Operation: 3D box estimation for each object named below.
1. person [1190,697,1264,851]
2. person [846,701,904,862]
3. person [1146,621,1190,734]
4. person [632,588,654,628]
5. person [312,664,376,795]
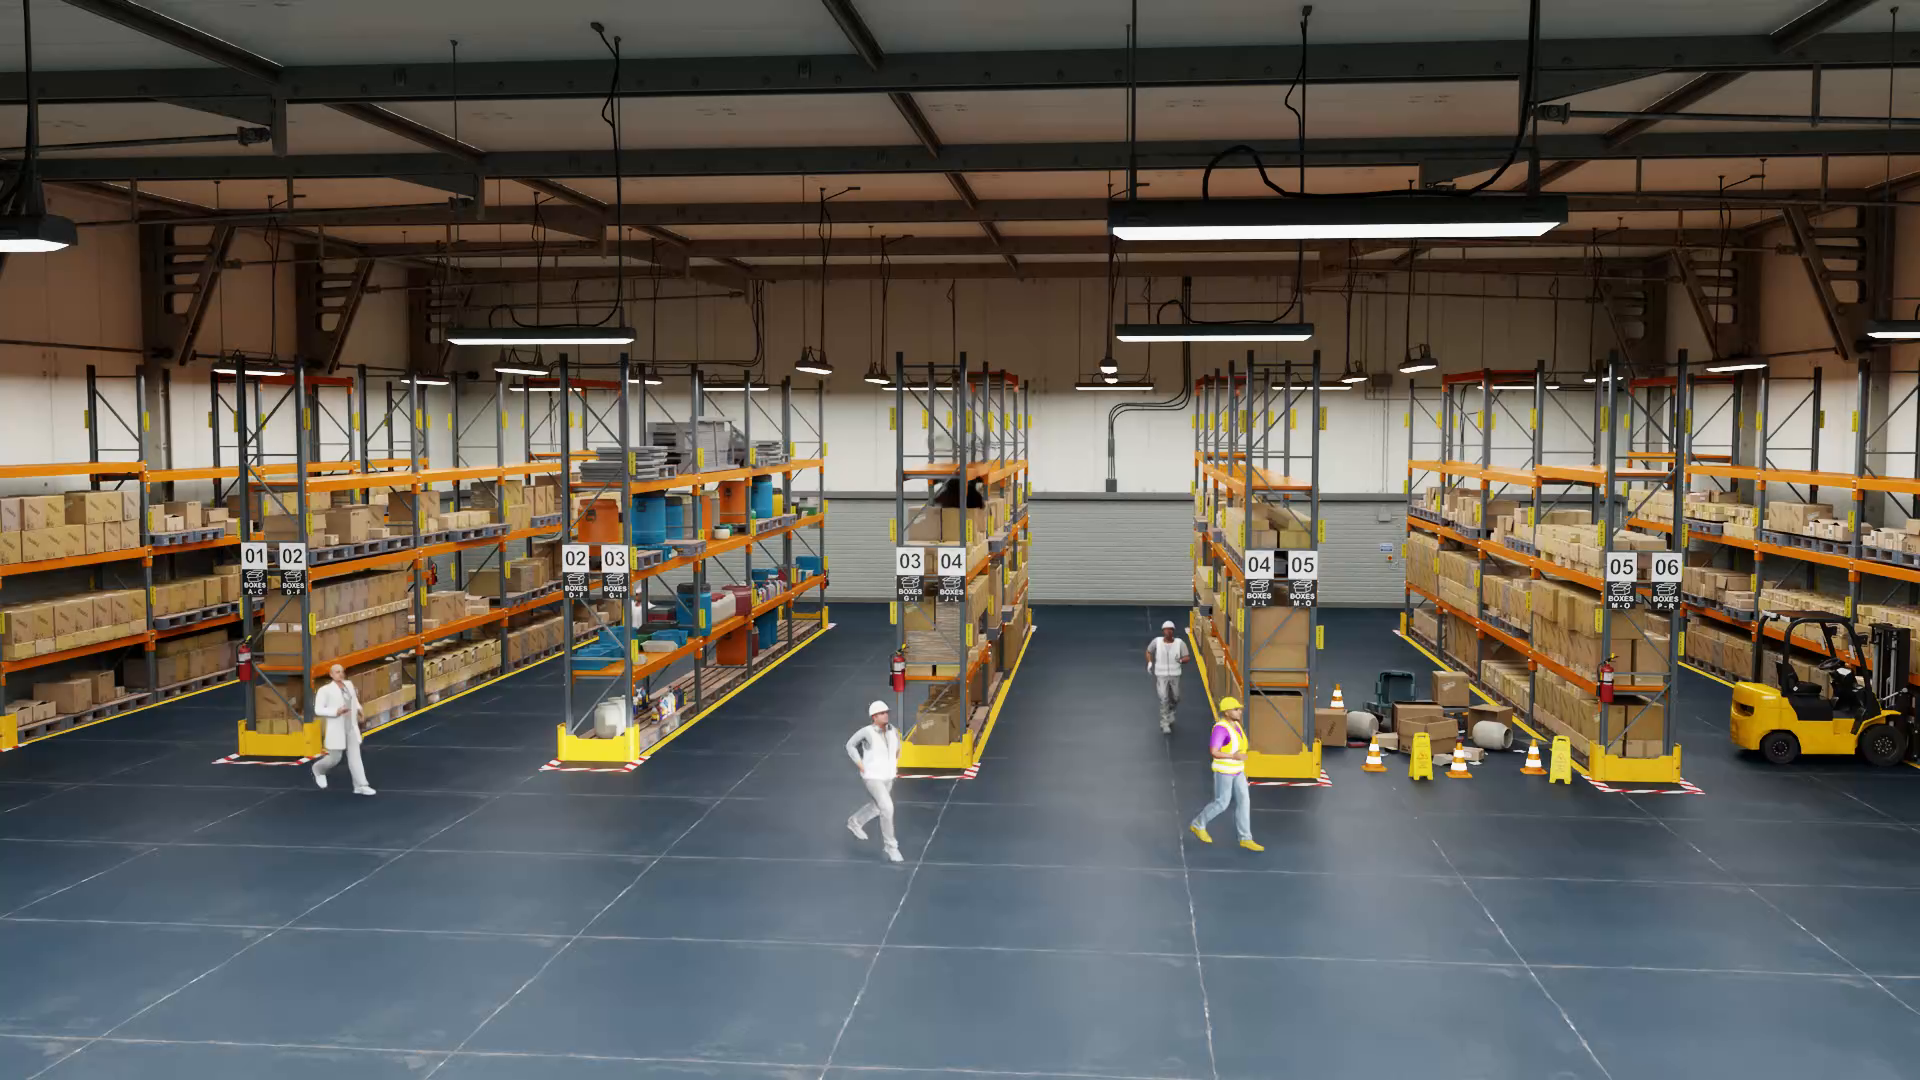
[{"bbox_3d":[3.134,2.707,19.414,0.911,1.758,0.705,3,5,38],"label":"person"},{"bbox_3d":[-0.958,2.764,19.300,0.990,1.823,0.625,3,5,39],"label":"person"},{"bbox_3d":[3.360,2.187,26.833,0.691,1.762,0.954,0,4,1],"label":"person"},{"bbox_3d":[-6.298,1.812,32.812,0.706,1.723,0.706,0,4,2],"label":"person"},{"bbox_3d":[-8.219,2.511,22.158,1.180,1.719,0.727,3,5,37],"label":"person"}]
